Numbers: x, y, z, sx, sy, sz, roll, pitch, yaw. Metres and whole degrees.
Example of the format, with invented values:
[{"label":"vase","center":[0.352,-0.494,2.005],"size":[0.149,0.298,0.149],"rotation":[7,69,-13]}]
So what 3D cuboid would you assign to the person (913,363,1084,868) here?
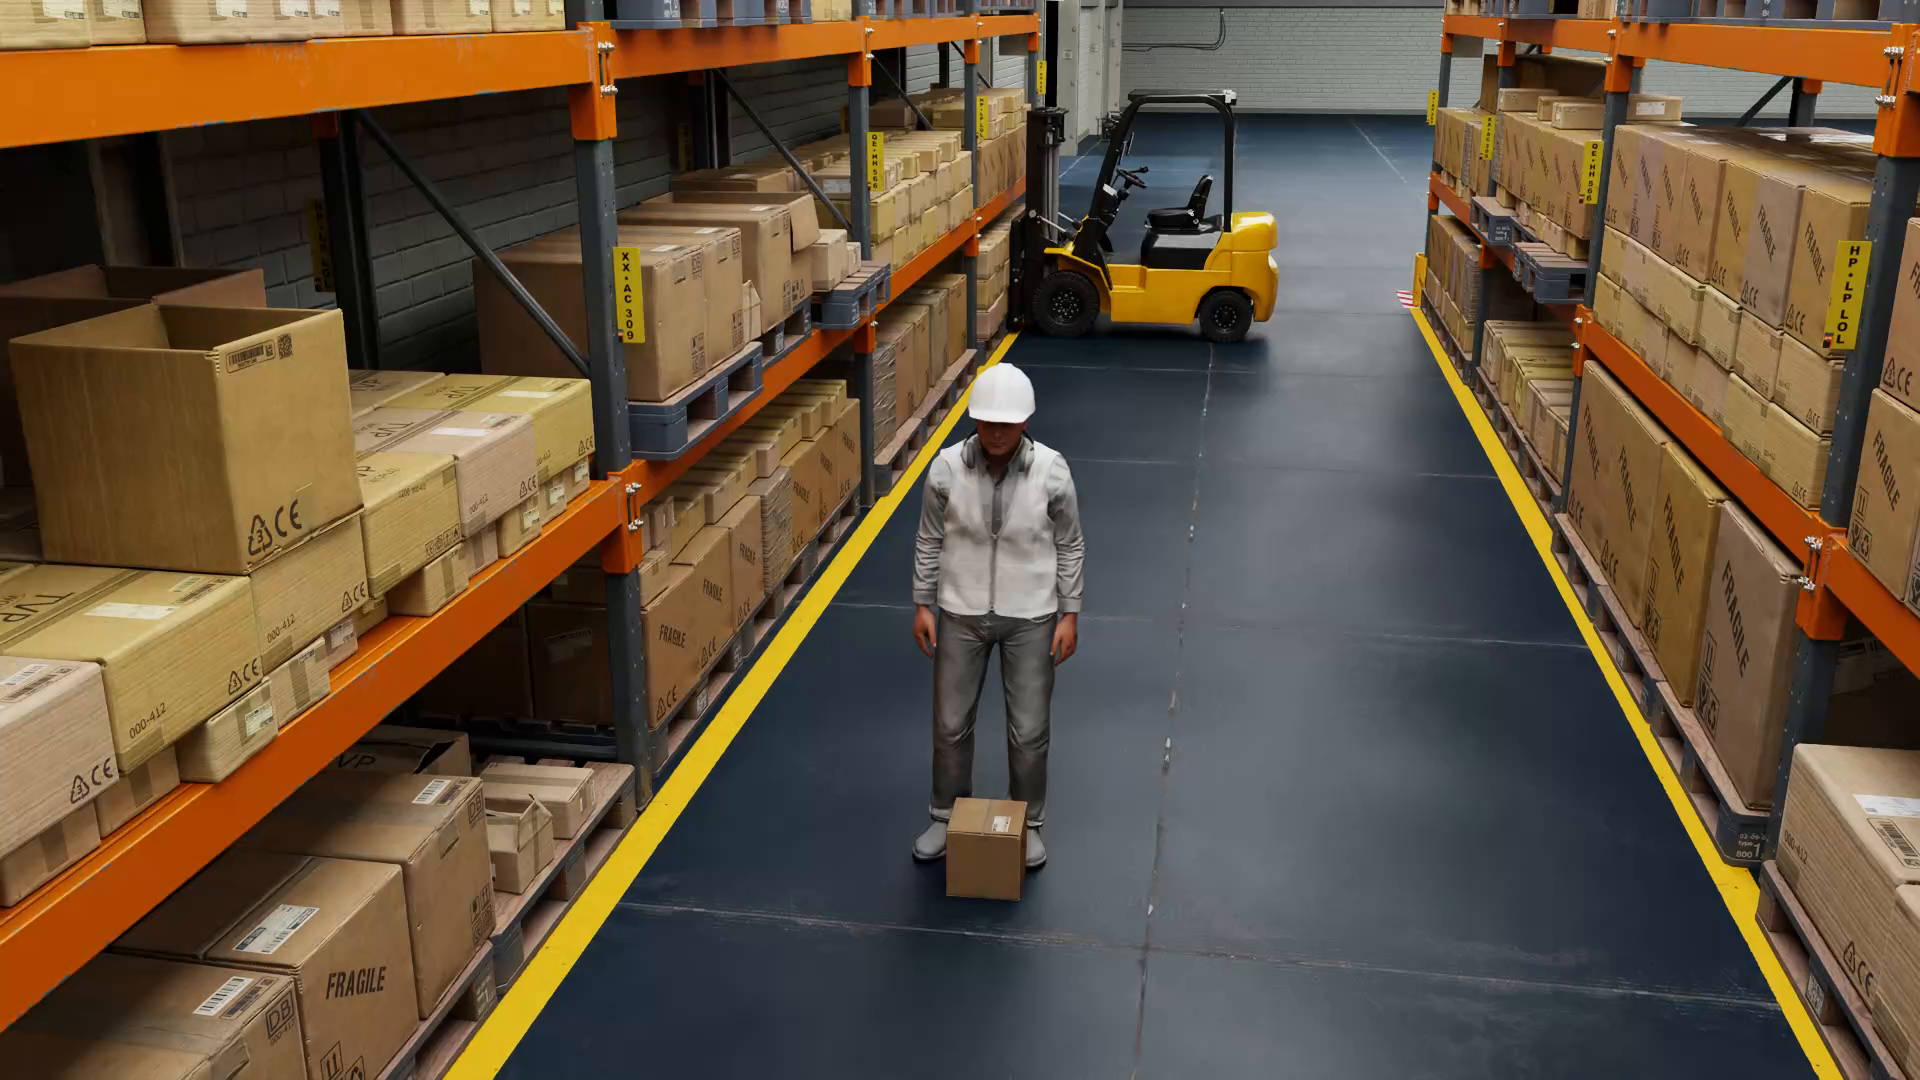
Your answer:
[{"label":"person","center":[0.127,0.257,5.707],"size":[0.584,1.771,0.466],"rotation":[3,18,8]}]
